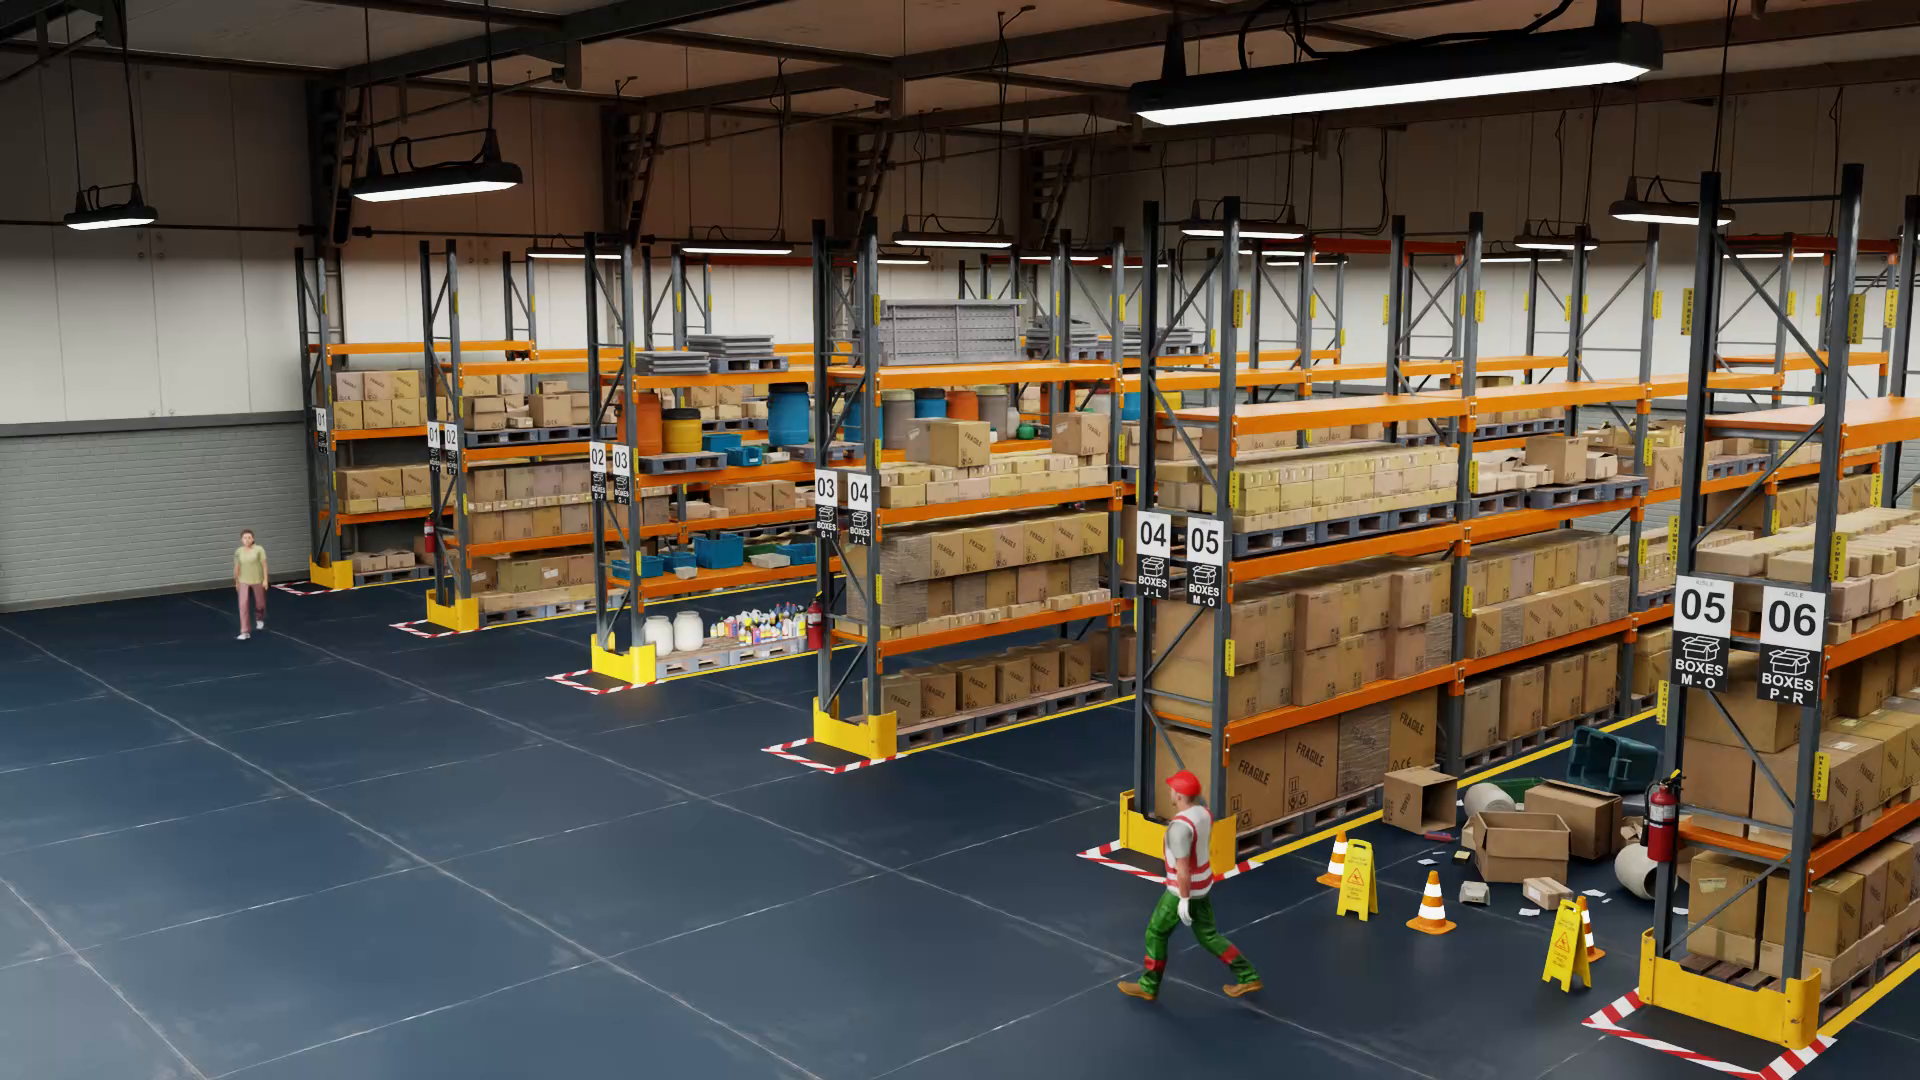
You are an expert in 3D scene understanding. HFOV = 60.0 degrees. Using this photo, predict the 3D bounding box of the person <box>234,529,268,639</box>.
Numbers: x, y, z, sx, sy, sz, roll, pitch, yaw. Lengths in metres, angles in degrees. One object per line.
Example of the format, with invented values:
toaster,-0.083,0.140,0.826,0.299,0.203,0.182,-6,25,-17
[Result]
person,-10.789,0.645,25.315,0.494,1.640,0.888,-2,9,-14

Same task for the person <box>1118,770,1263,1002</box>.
person,1.681,2.541,12.090,1.051,1.749,0.552,3,9,22
